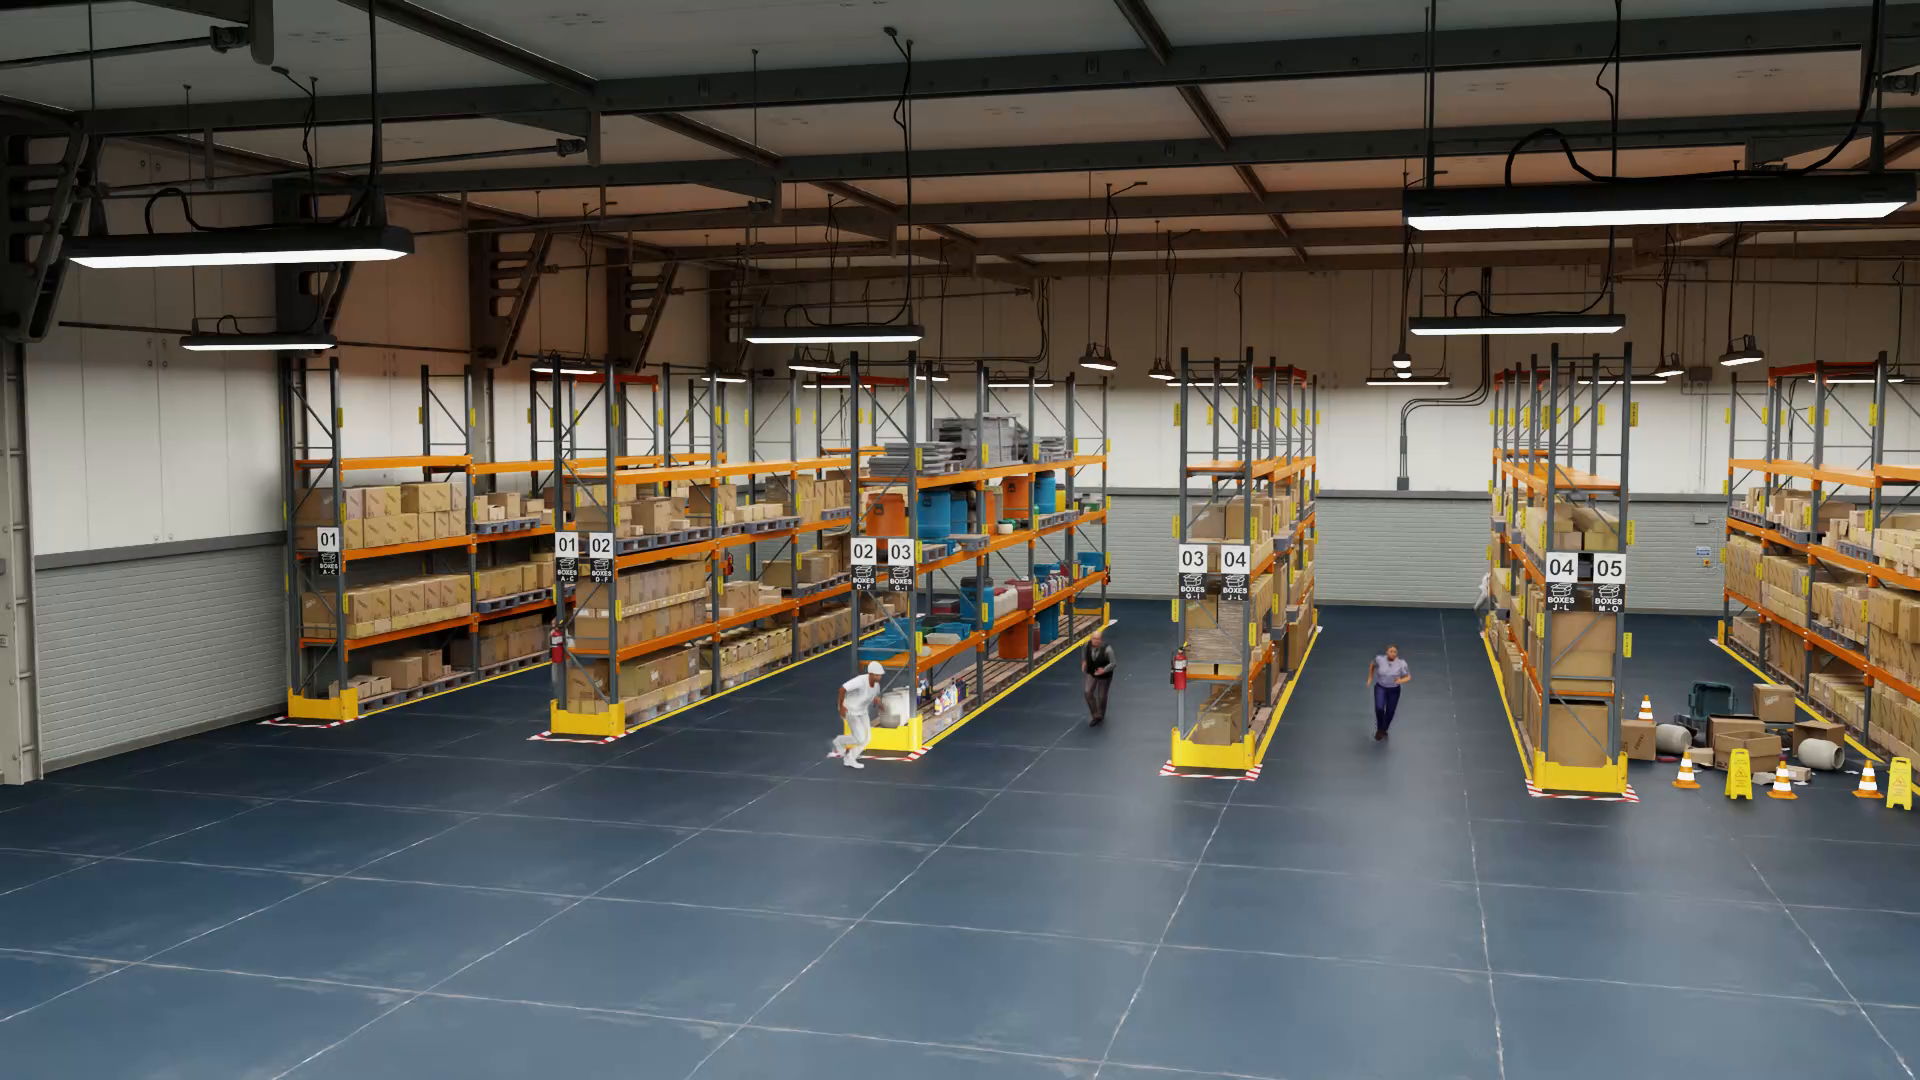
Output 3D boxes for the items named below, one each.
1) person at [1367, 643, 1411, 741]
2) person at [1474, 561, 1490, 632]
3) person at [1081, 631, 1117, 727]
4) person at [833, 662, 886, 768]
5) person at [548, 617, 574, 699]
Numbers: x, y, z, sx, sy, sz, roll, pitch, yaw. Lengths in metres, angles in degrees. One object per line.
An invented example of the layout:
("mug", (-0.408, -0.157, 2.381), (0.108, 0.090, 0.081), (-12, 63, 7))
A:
("person", (6.633, 2.330, 25.731), (0.604, 1.519, 0.974), (0, 4, 5))
("person", (12.394, 1.332, 38.886), (0.646, 1.714, 0.608), (-1, 4, -16))
("person", (2.290, 2.212, 27.138), (0.662, 1.558, 1.066), (1, 4, 18))
("person", (-1.455, 2.491, 23.696), (0.924, 1.568, 0.725), (3, 5, 36))
("person", (-6.872, 2.104, 28.618), (0.529, 1.569, 0.797), (1, 4, 13))
